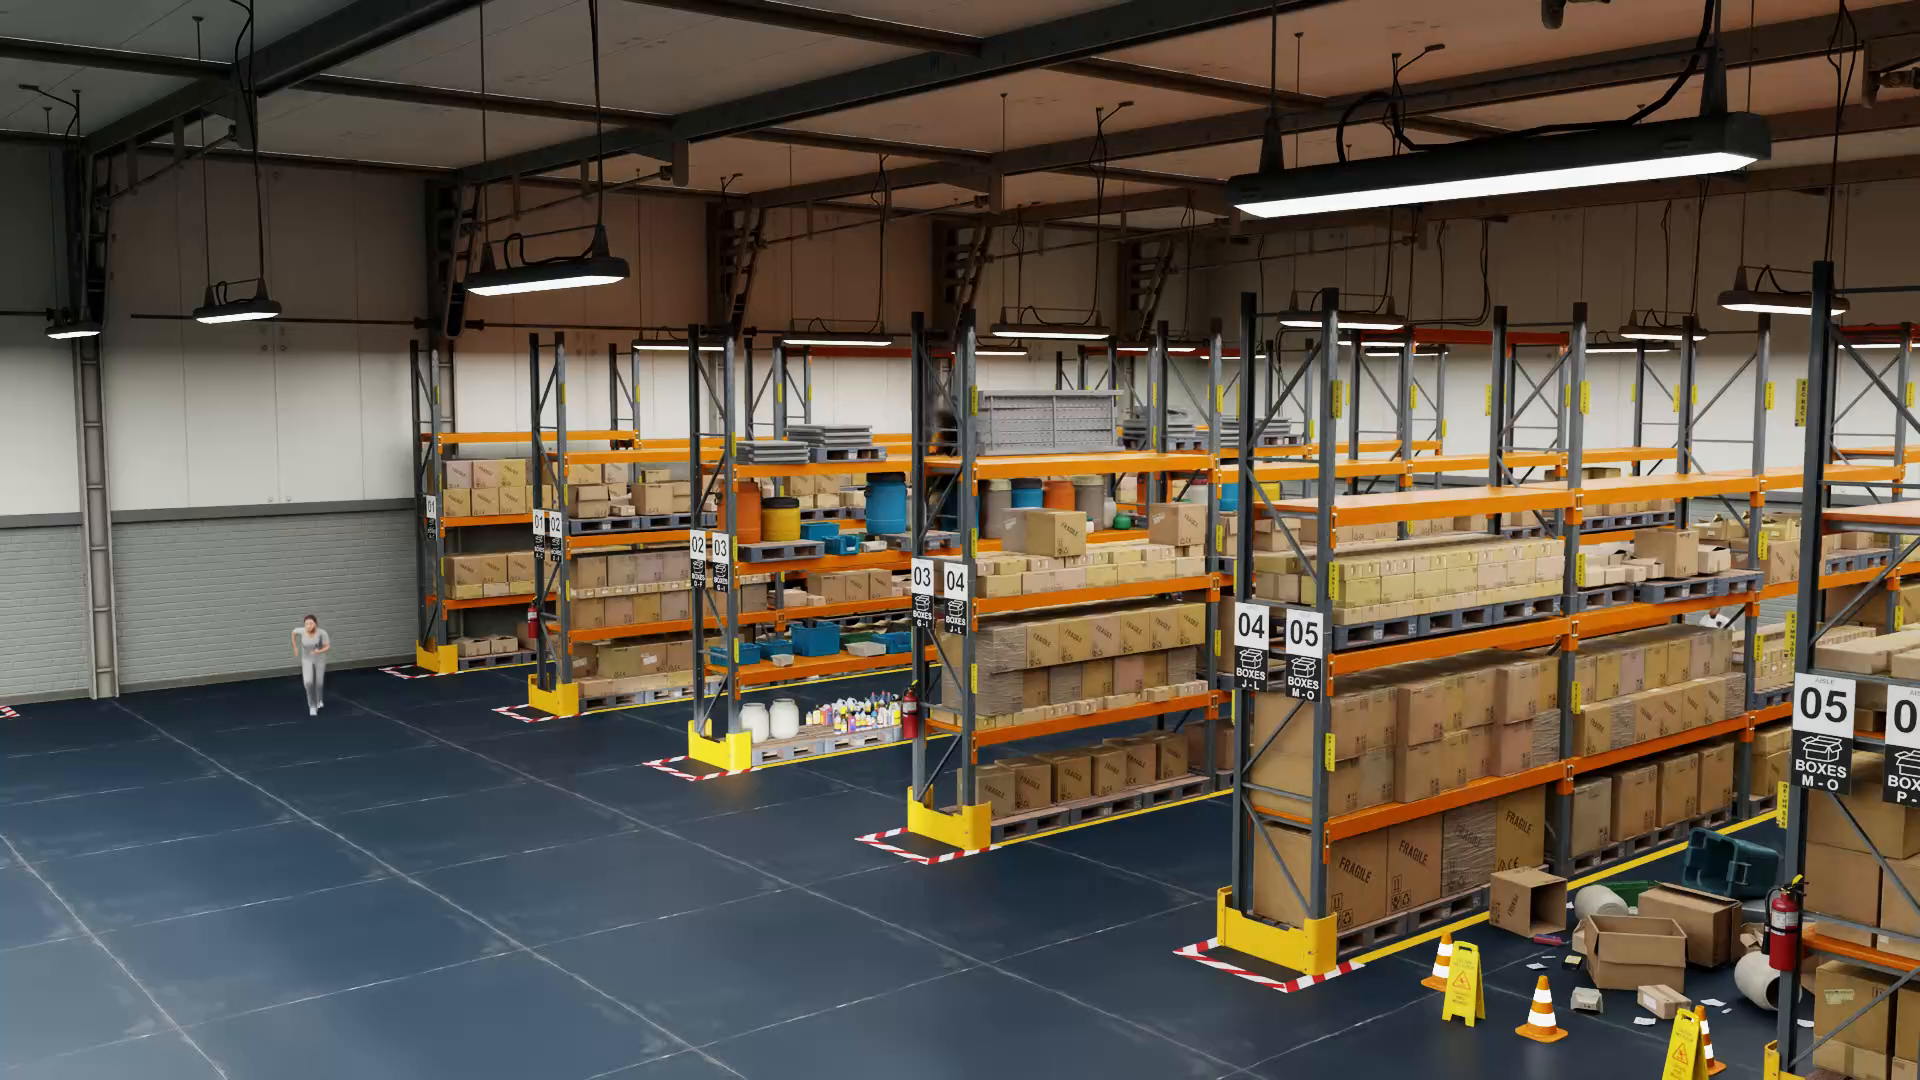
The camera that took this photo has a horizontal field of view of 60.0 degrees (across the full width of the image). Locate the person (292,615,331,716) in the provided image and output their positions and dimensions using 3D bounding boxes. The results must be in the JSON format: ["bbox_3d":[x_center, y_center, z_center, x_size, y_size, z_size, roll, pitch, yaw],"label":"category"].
[{"bbox_3d":[-10.219,1.975,26.249,0.594,1.663,0.906,-1,5,-13],"label":"person"}]

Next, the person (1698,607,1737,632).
[{"bbox_3d":[12.478,1.817,27.534,0.595,1.619,0.580,5,7,45],"label":"person"}]

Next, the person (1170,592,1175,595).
[{"bbox_3d":[5.271,0.622,39.795,0.746,1.679,0.956,-1,5,-10],"label":"person"}]
